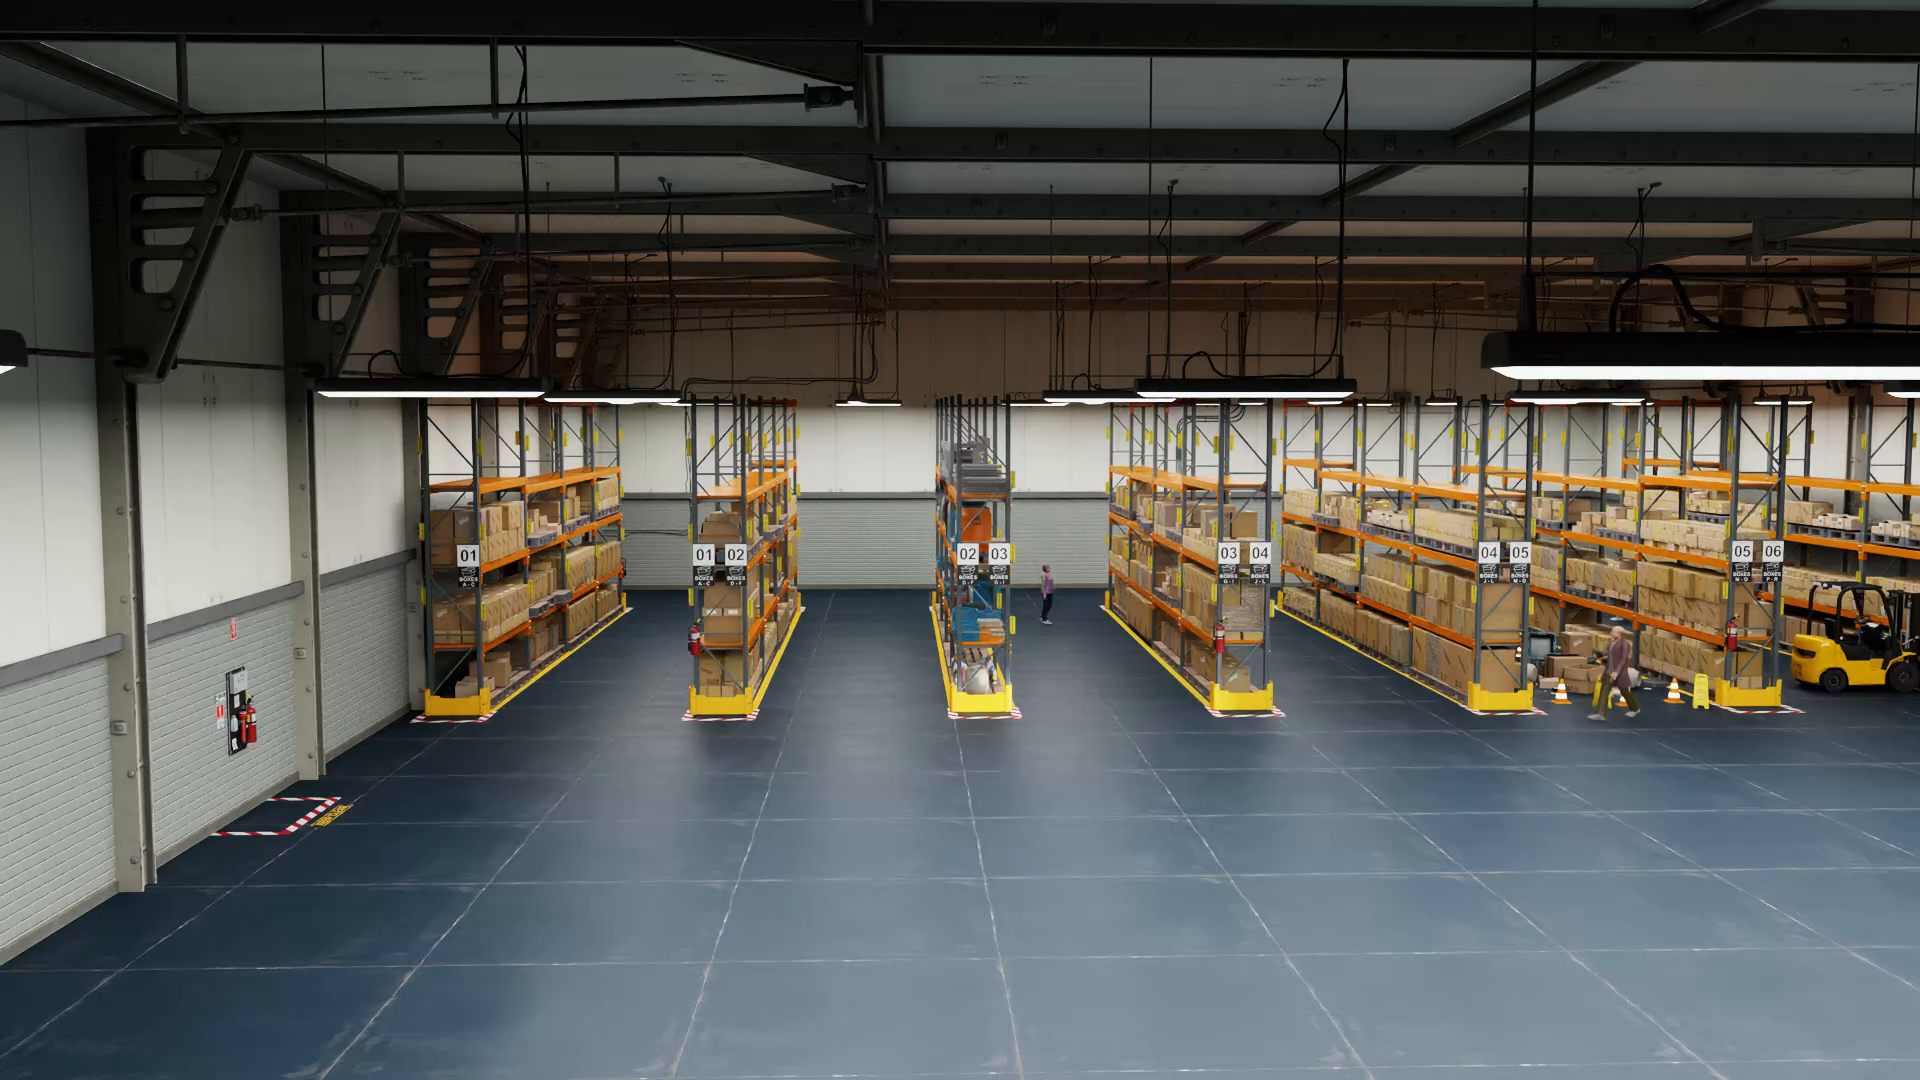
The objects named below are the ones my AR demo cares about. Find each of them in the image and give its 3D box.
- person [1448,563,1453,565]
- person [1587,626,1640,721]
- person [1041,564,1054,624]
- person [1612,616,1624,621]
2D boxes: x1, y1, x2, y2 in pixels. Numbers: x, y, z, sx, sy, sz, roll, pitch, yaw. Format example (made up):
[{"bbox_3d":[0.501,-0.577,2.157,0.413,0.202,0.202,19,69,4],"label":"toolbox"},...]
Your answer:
[{"bbox_3d":[12.772,1.425,43.376,0.461,1.798,0.571,1,5,13],"label":"person"},{"bbox_3d":[12.064,2.453,30.534,1.123,1.732,0.531,-3,5,-32],"label":"person"},{"bbox_3d":[2.318,1.433,44.434,0.385,1.603,0.477,3,5,32],"label":"person"},{"bbox_3d":[17.865,1.358,44.888,0.477,1.681,0.495,1,5,18],"label":"person"}]
